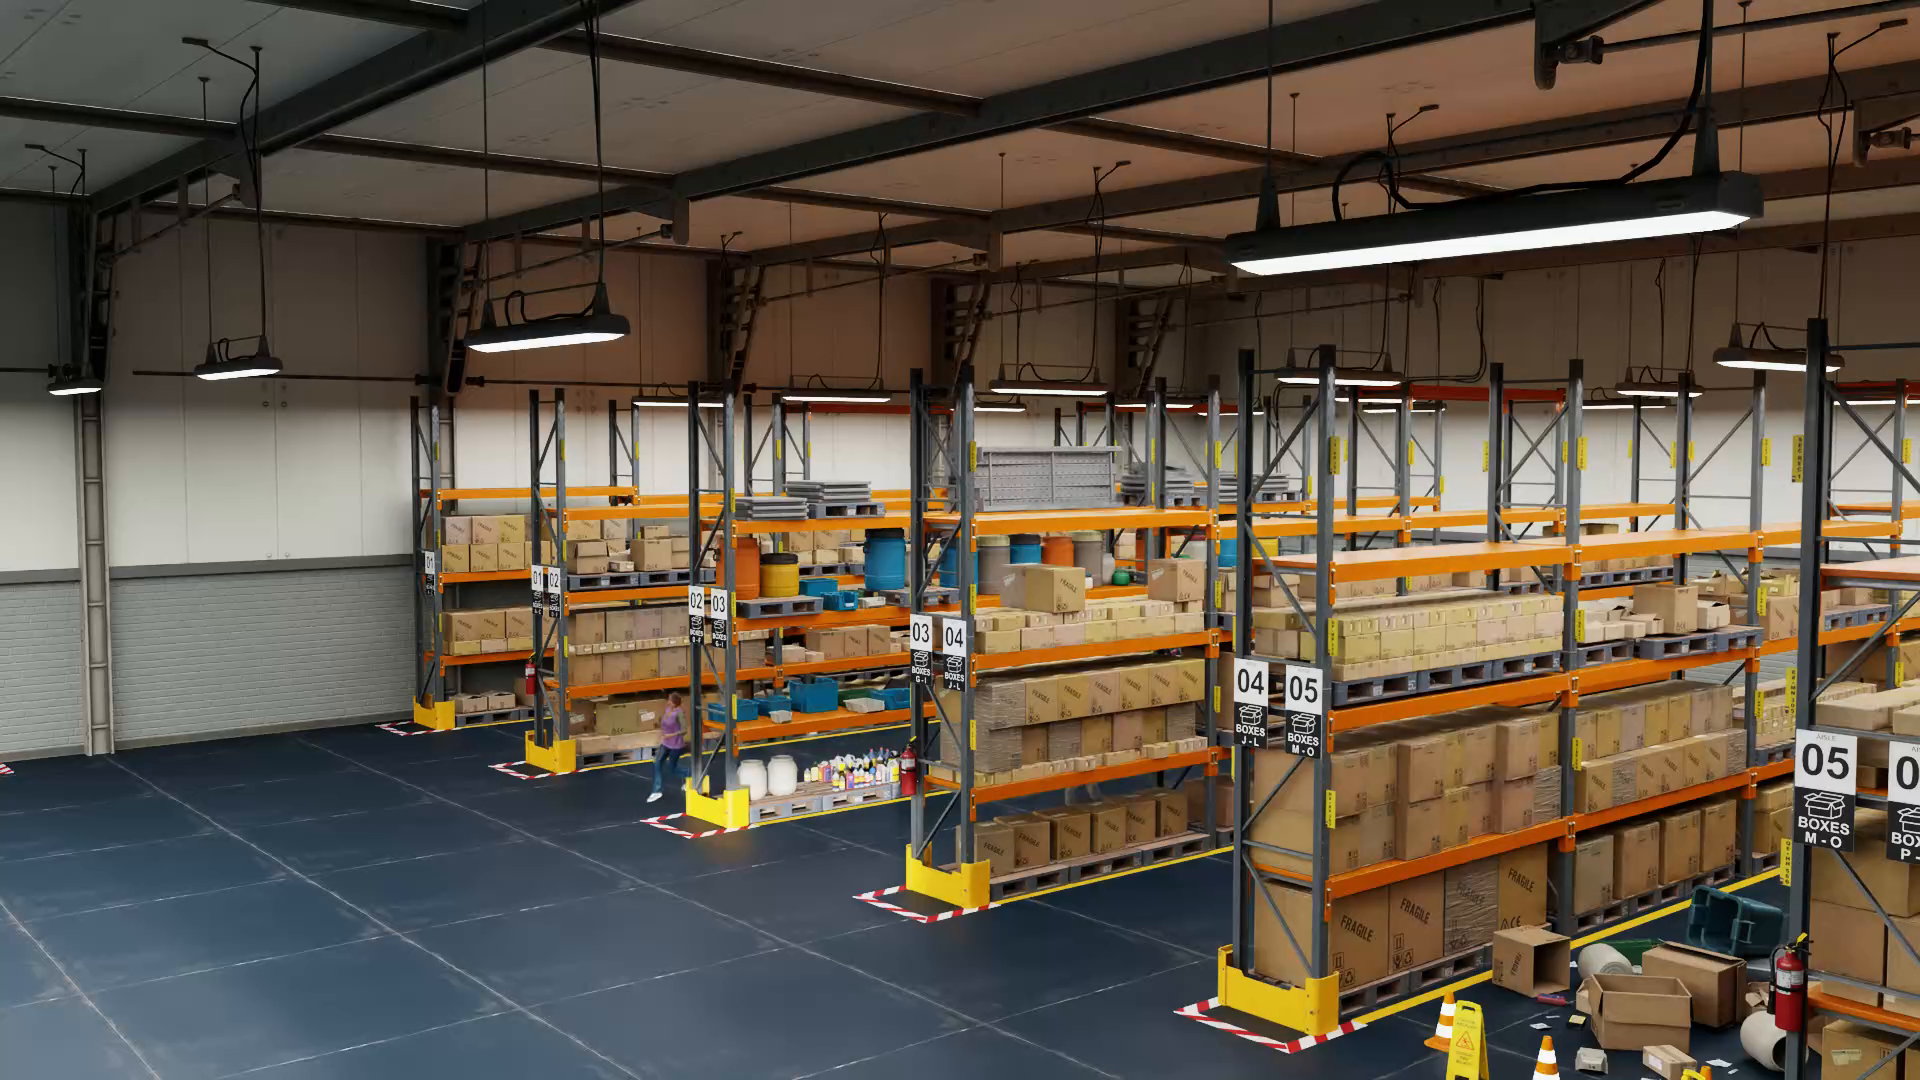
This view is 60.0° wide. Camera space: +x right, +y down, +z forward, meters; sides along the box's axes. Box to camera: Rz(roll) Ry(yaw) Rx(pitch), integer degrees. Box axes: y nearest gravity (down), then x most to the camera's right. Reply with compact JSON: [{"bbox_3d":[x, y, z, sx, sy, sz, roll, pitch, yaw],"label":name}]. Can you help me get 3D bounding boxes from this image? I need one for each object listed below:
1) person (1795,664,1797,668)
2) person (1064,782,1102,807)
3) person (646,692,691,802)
[{"bbox_3d":[13.080,2.774,25.711,0.882,1.803,0.721,-2,4,-30],"label":"person"},{"bbox_3d":[1.644,2.963,22.034,0.692,1.807,0.805,3,5,42],"label":"person"},{"bbox_3d":[-4.109,2.974,24.011,0.579,1.584,0.791,3,5,43],"label":"person"}]
